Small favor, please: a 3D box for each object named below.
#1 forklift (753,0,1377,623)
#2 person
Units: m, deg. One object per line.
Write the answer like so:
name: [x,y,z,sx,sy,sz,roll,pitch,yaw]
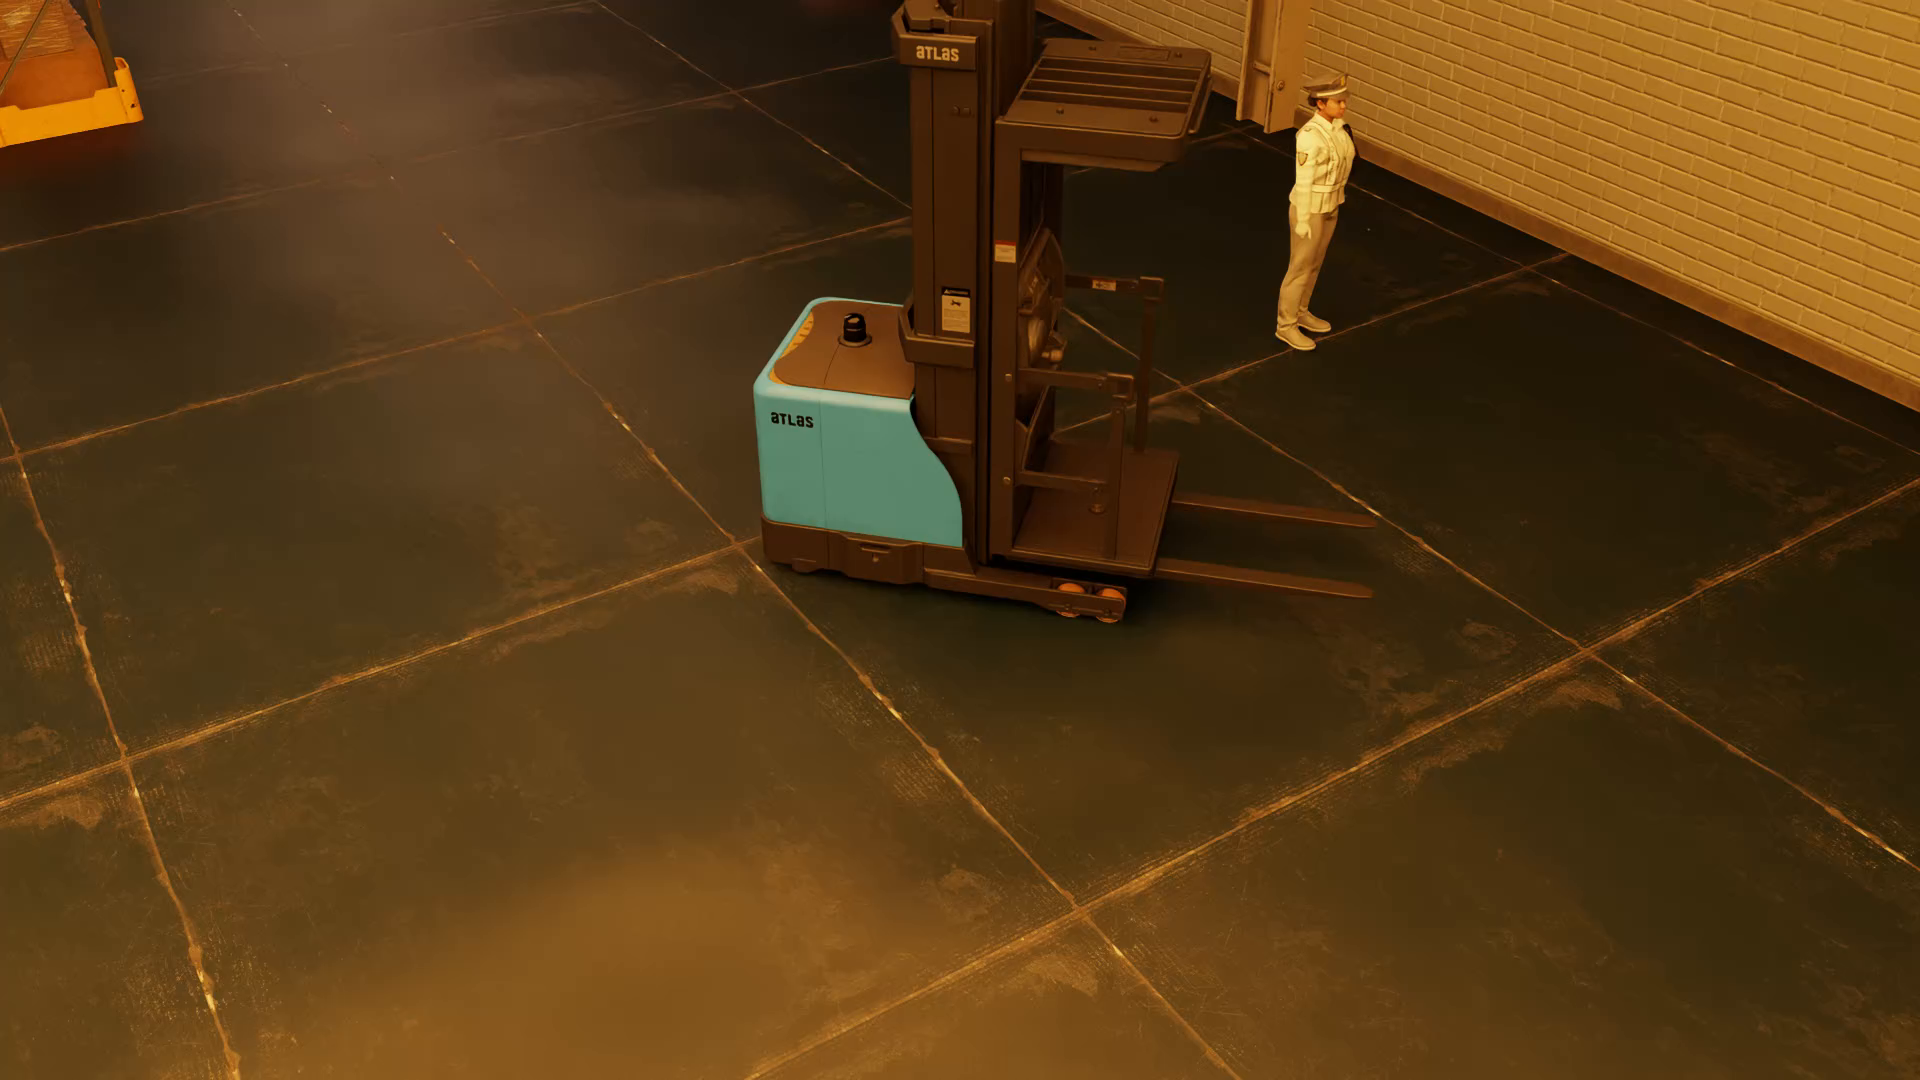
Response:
forklift: [0.570,-1.132,7.759,3.031,2.935,1.130,8,36,11]
person: [2.169,-2.010,10.091,0.341,1.693,0.461,21,40,27]
